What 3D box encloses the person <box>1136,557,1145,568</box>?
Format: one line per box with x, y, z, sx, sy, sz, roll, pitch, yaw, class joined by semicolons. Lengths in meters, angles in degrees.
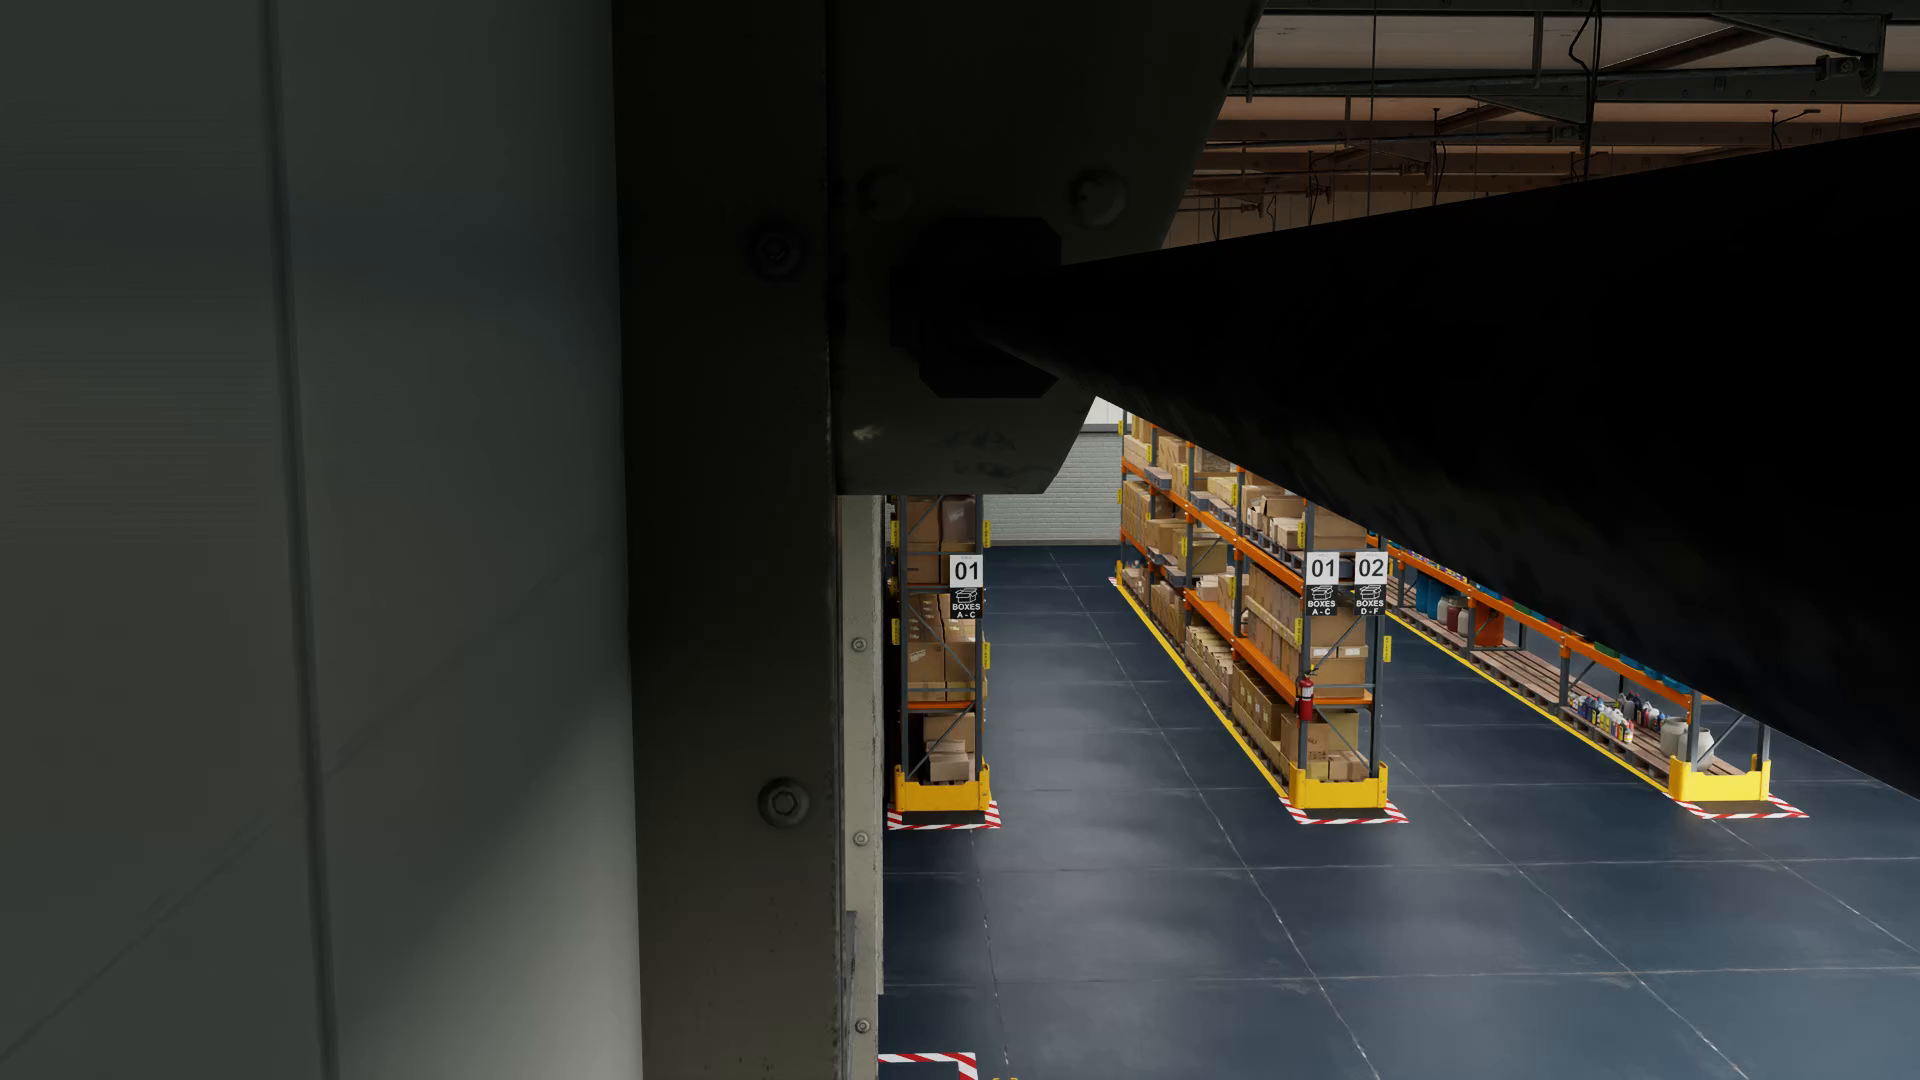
4.309;0.090;37.579;0.545;1.410;0.795;-8;12;-44;person
